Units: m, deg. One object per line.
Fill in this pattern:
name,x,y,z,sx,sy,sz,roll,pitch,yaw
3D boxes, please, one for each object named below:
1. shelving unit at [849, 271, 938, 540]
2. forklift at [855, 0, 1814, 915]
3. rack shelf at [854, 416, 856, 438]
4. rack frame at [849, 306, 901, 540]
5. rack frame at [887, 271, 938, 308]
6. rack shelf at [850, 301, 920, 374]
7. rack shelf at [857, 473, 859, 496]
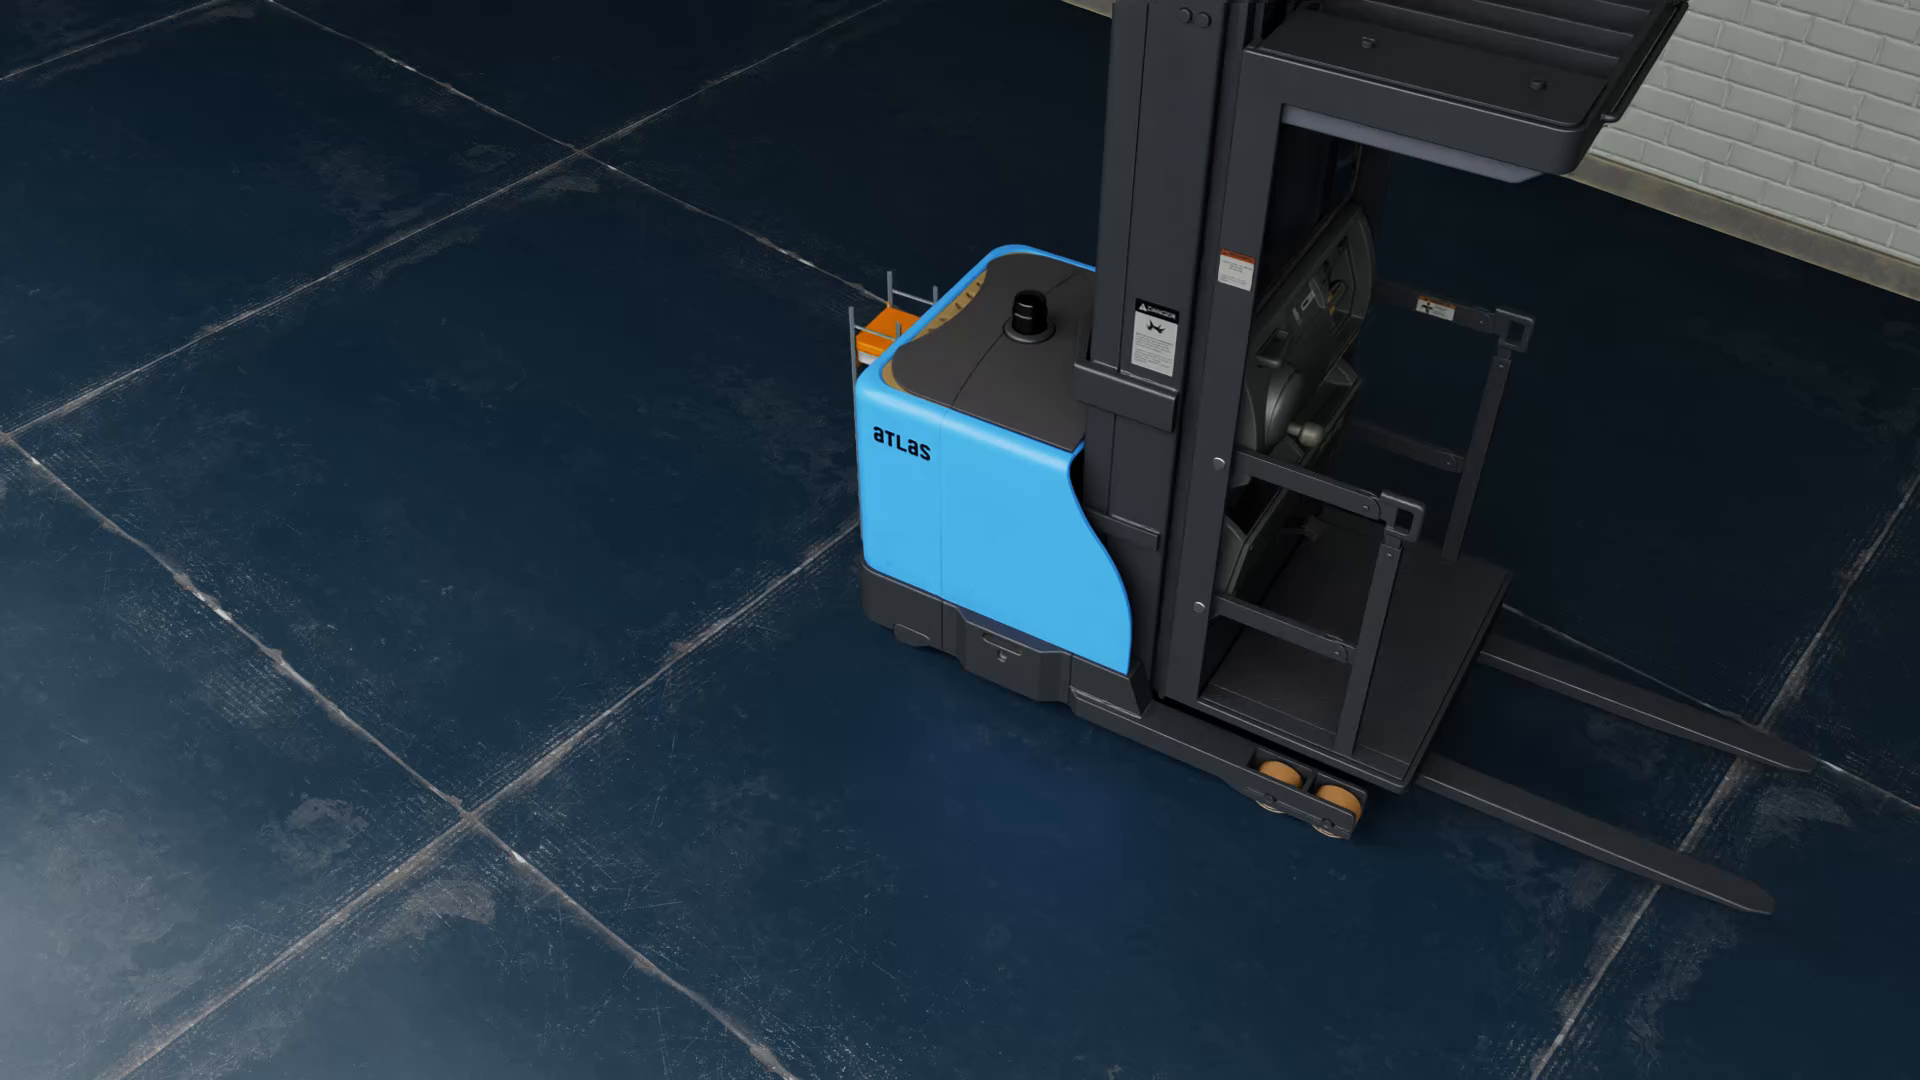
shelving unit,-0.222,-0.429,5.941,0.215,1.050,0.252,21,46,22
forklift,1.183,-0.563,4.690,3.031,2.935,1.130,22,47,22
rack shelf,-0.222,-0.421,5.948,0.215,0.259,0.240,21,46,22
rack frame,-0.283,-0.357,5.863,0.200,1.050,0.008,21,46,22
rack frame,-0.162,-0.500,6.019,0.200,1.050,0.008,21,46,22
rack shelf,-0.222,-0.631,5.757,0.215,0.259,0.240,21,46,22
rack shelf,-0.222,-0.215,6.135,0.215,0.259,0.240,21,46,22
